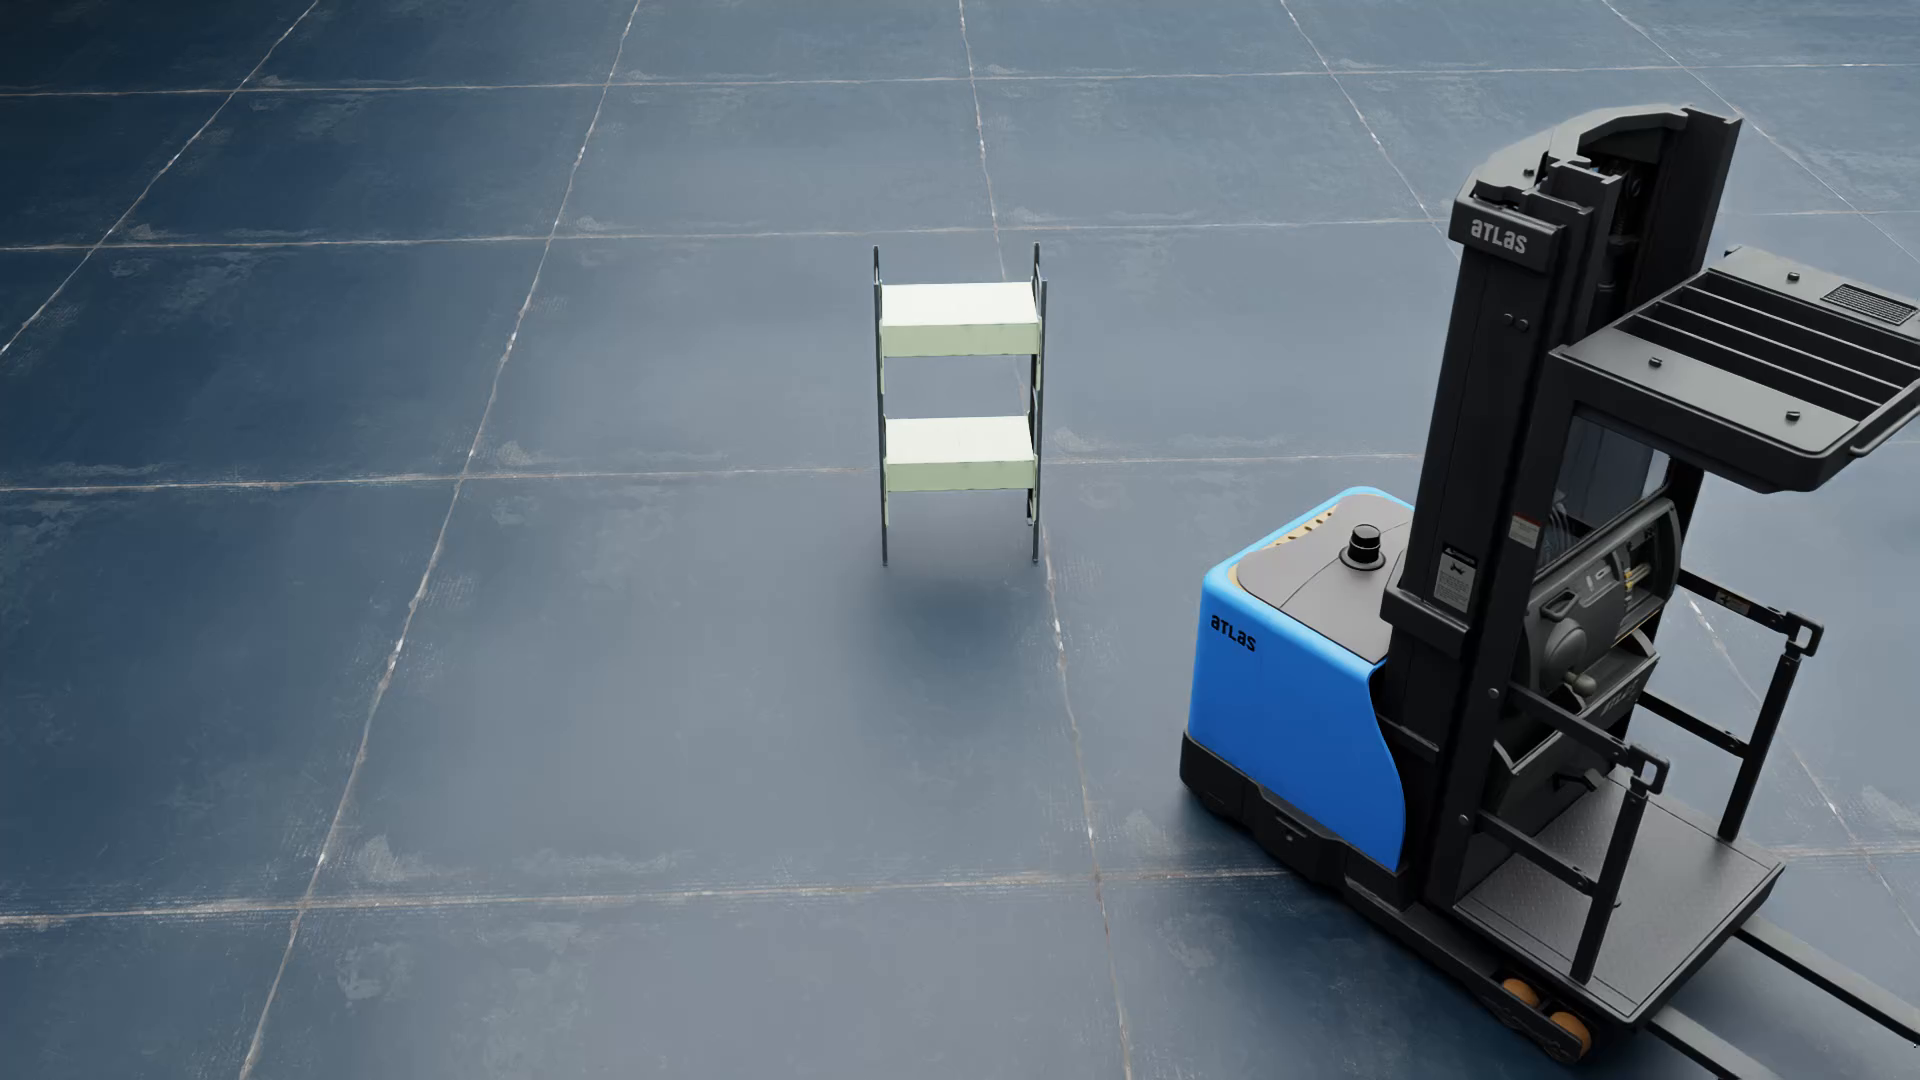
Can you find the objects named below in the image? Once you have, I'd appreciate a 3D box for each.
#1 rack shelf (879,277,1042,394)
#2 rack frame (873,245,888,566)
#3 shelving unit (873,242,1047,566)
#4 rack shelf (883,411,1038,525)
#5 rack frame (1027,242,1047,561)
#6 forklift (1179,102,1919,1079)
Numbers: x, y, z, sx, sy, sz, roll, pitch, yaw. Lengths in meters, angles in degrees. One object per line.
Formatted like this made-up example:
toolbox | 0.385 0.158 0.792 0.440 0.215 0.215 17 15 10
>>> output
rack shelf | -0.007 -0.937 7.601 0.720 0.370 0.431 -2 35 -2
rack frame | -0.372 -0.607 7.809 0.023 1.500 0.400 -2 35 -2
shelving unit | -0.007 -0.617 7.823 0.755 1.500 0.431 -2 35 -2
rack shelf | -0.007 -0.348 8.008 0.720 0.370 0.431 -2 35 -2
rack frame | 0.359 -0.626 7.837 0.023 1.500 0.400 -2 35 -2
forklift | 2.246 0.245 5.320 1.130 2.935 3.031 -27 43 -33
